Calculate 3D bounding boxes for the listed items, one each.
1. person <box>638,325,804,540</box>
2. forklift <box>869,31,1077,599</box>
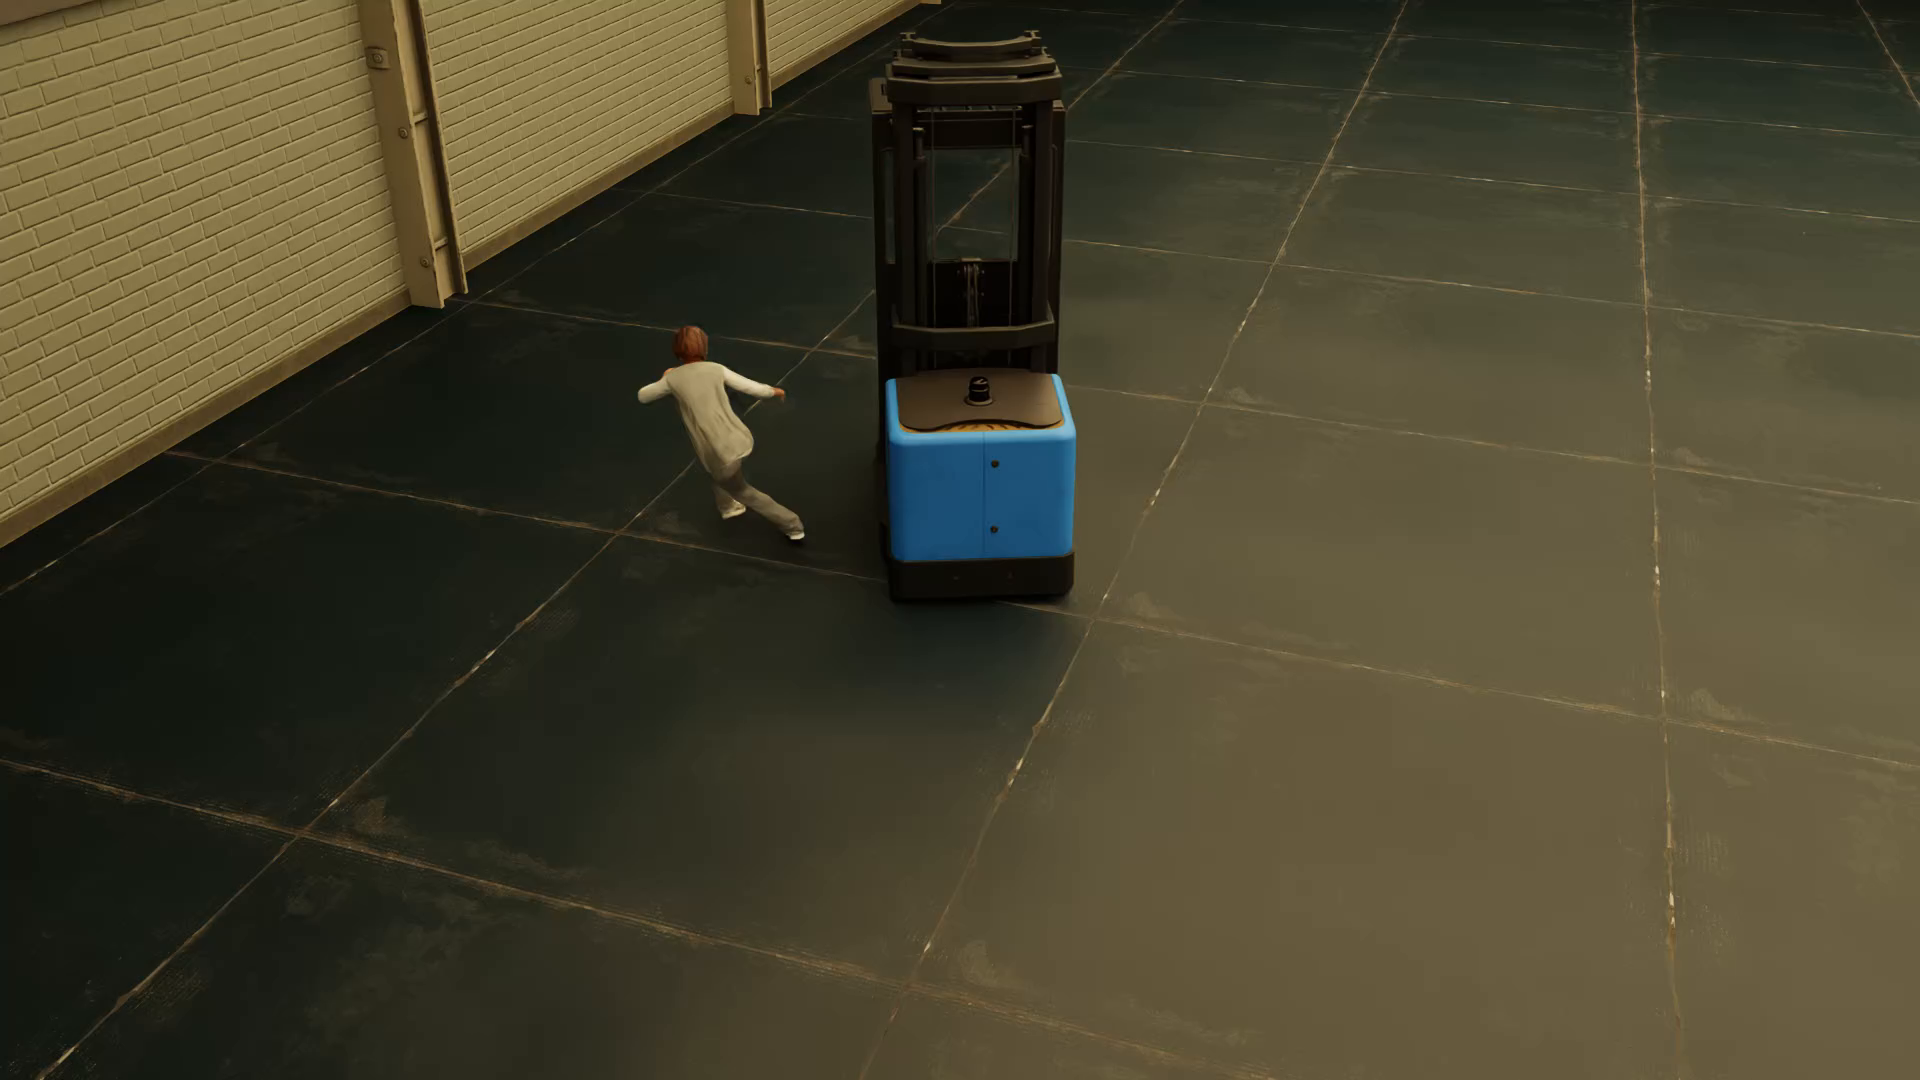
[{"bbox_3d":[-1.401,-0.633,9.808,0.848,1.368,0.820,-19,35,-30],"label":"person"},{"bbox_3d":[0.029,-1.641,10.015,1.130,2.935,3.031,-2,30,-3],"label":"forklift"}]
